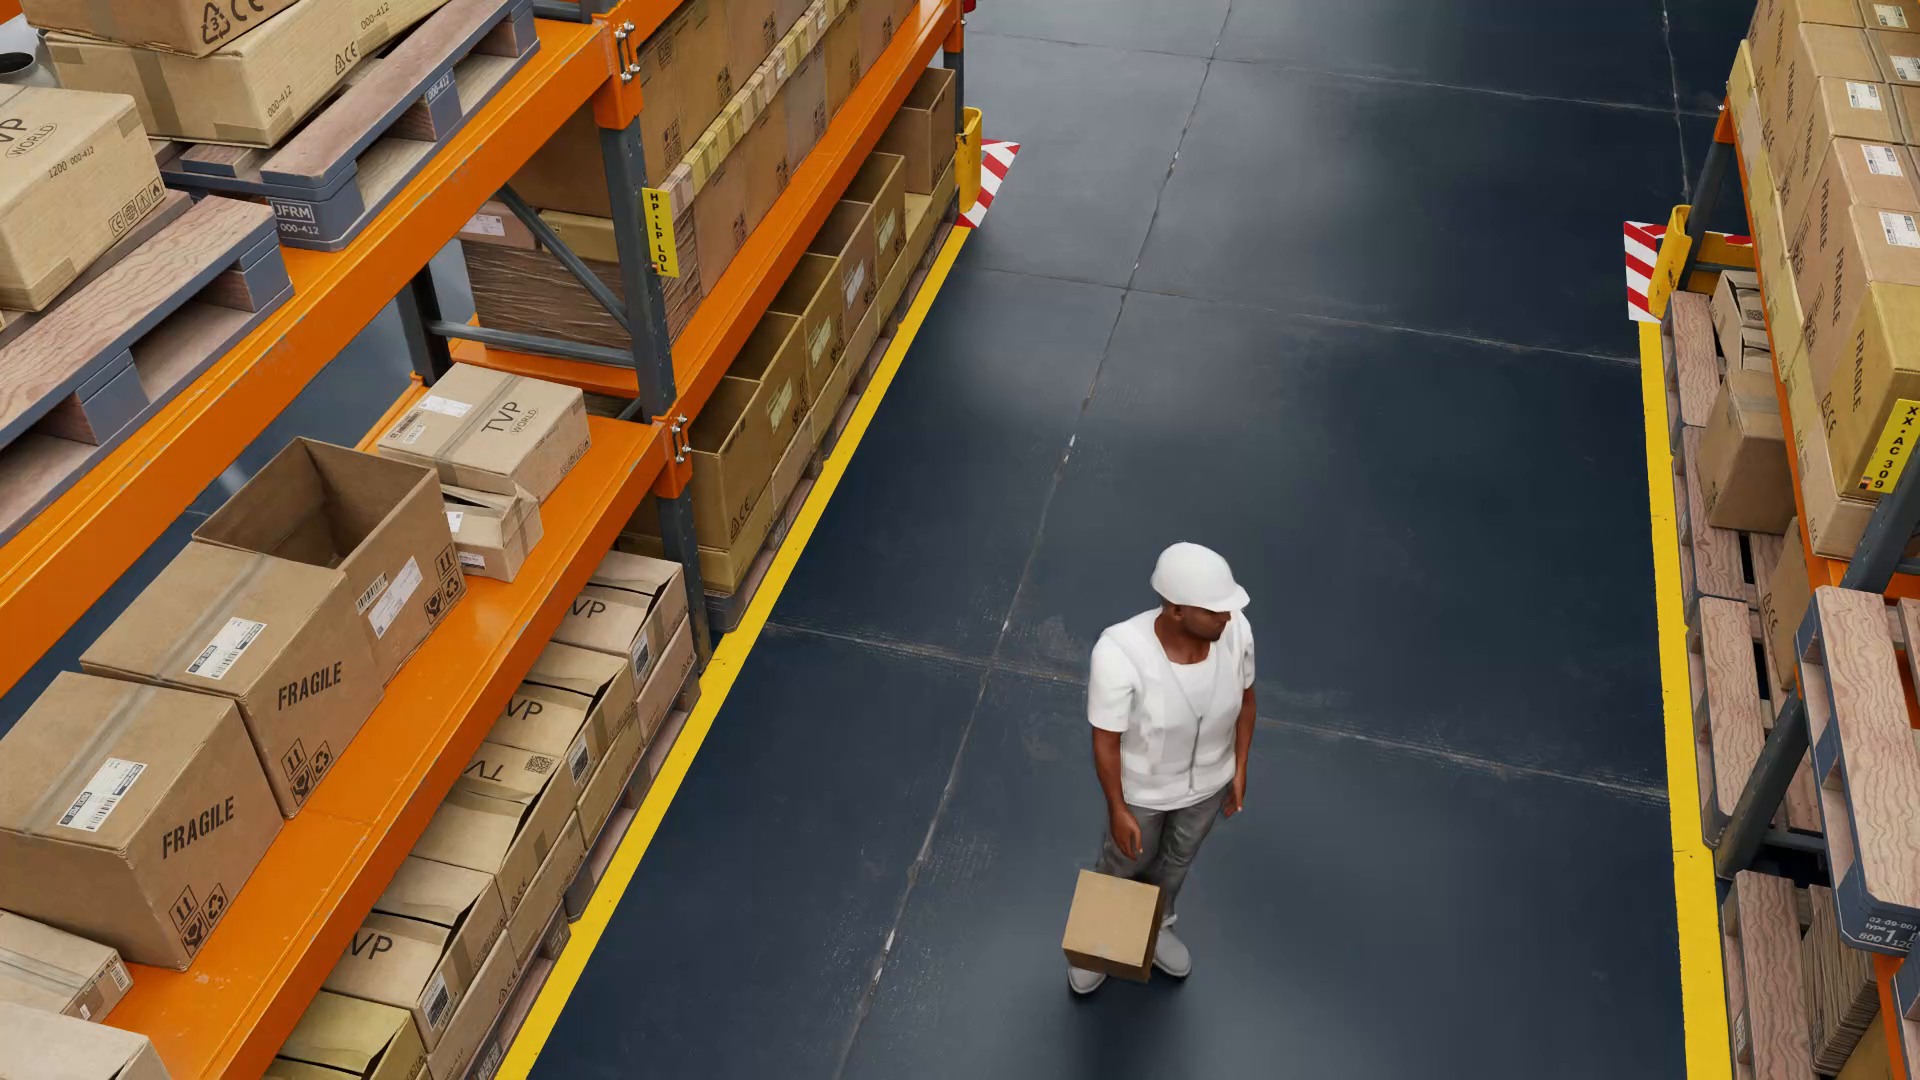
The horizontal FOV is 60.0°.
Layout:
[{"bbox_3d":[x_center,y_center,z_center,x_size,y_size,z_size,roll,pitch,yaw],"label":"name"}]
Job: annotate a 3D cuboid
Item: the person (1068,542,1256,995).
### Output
[{"bbox_3d":[0.645,0.754,5.244,0.618,1.768,0.431,-14,43,-15],"label":"person"}]
